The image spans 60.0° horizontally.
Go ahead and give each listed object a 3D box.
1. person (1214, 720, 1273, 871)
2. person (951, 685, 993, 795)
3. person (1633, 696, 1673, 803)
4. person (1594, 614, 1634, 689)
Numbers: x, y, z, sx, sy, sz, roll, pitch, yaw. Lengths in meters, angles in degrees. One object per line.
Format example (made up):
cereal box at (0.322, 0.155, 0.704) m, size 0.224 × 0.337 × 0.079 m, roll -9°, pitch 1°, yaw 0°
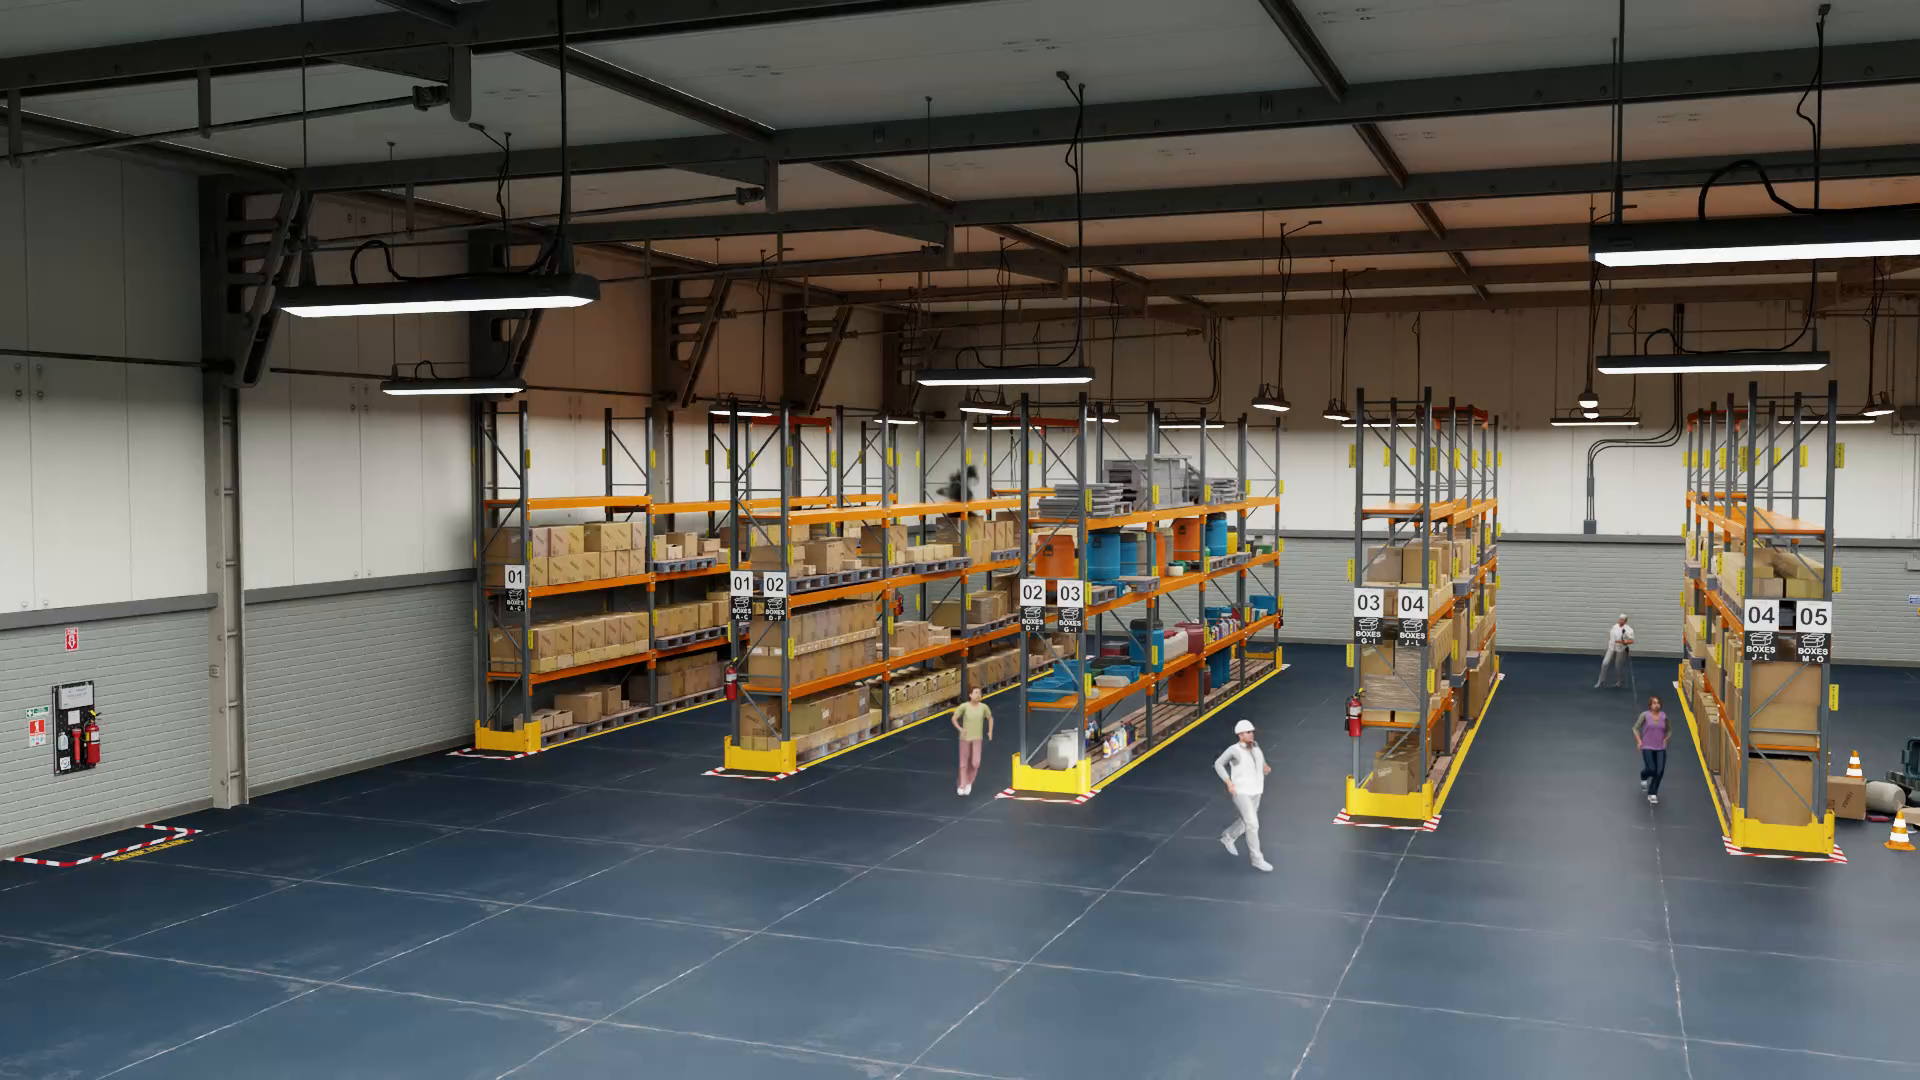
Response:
person at (3.517, 3.096, 20.432) m, size 0.655 × 1.762 × 0.964 m, roll -2°, pitch 4°, yaw -38°
person at (0.196, 2.978, 24.715) m, size 0.649 × 1.632 × 0.565 m, roll 0°, pitch 3°, yaw -7°
person at (10.122, 3.050, 24.260) m, size 0.536 × 1.555 × 0.544 m, roll 0°, pitch 3°, yaw 9°
person at (14.303, 2.410, 36.144) m, size 0.889 × 1.627 × 0.685 m, roll -3°, pitch 4°, yaw -42°
